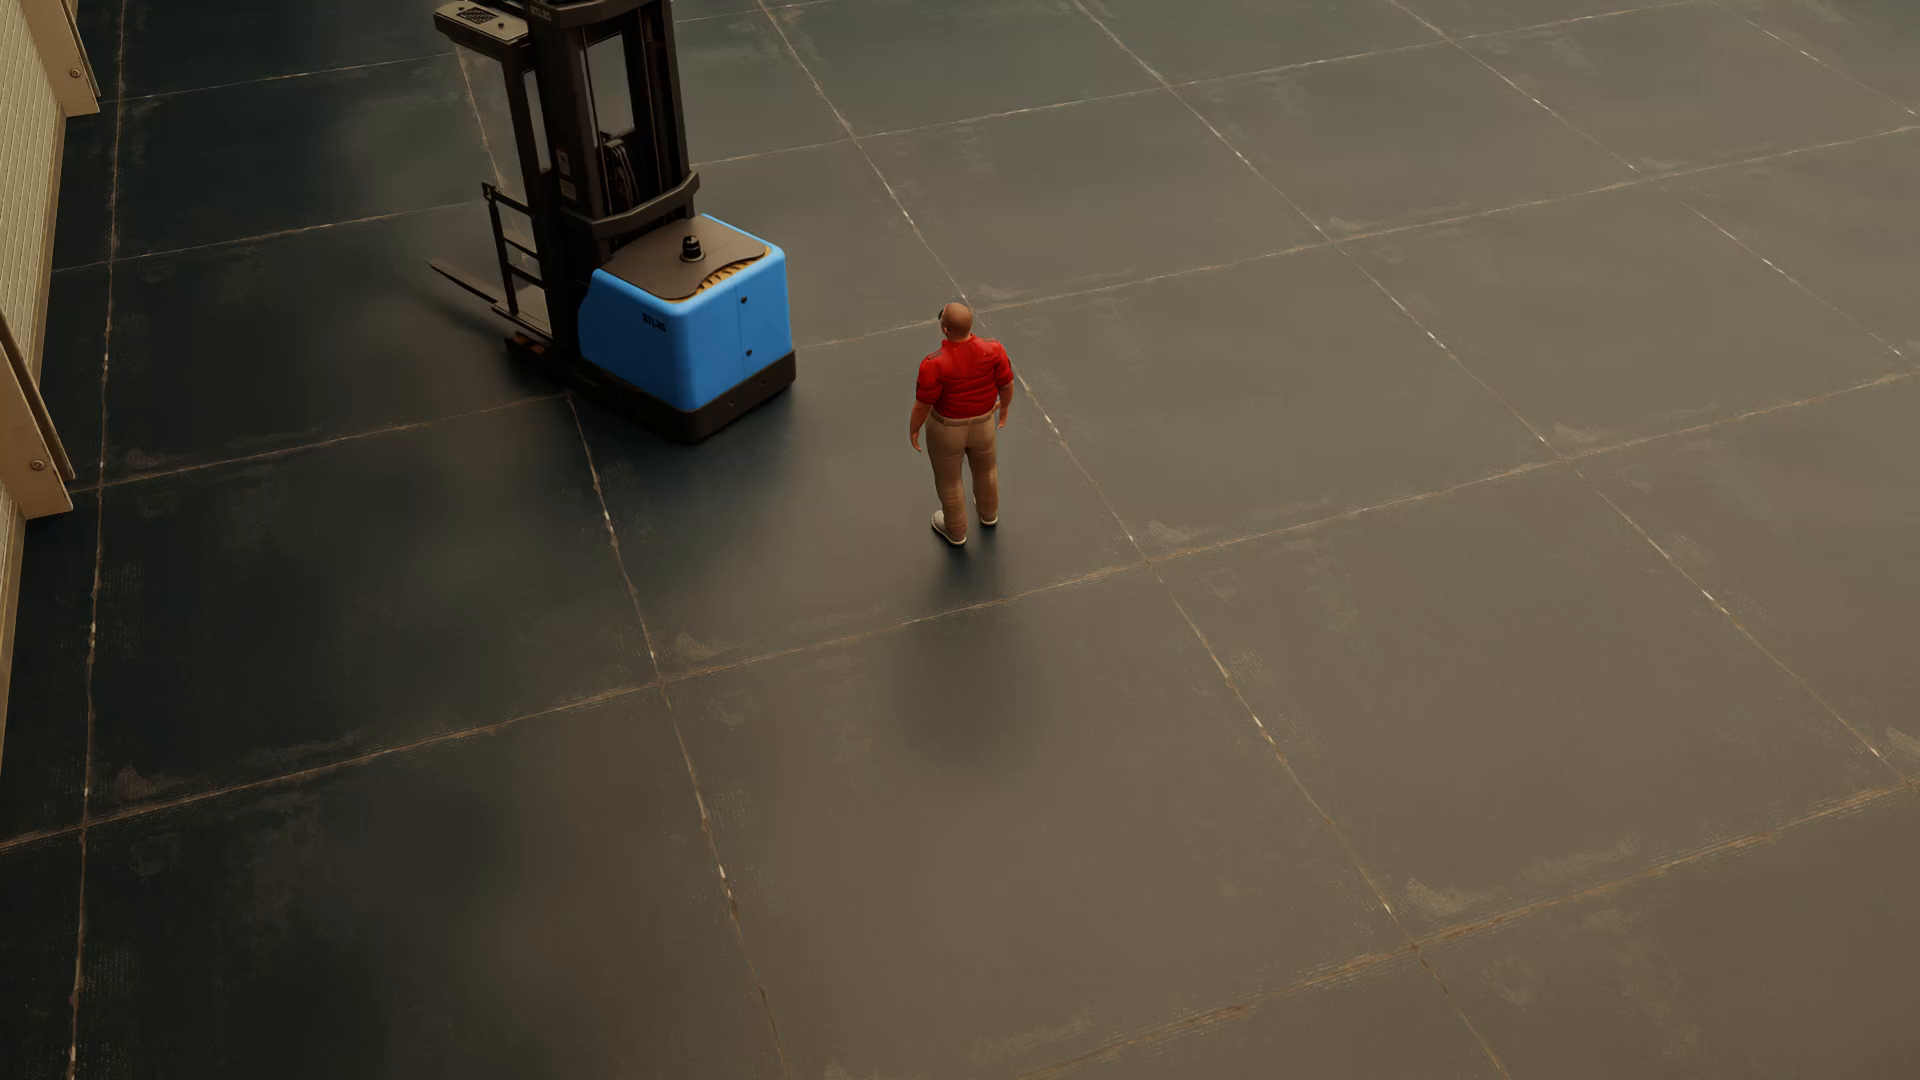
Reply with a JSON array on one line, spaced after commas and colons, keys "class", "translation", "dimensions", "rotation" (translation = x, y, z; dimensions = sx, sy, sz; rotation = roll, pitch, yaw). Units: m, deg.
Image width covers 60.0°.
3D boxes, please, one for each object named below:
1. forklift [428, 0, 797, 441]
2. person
[{"class": "forklift", "translation": [-2.588, -2.567, 11.054], "dimensions": [3.031, 2.935, 1.130], "rotation": [28, 47, 29]}, {"class": "person", "translation": [-0.019, -0.724, 9.783], "dimensions": [0.640, 1.727, 0.551], "rotation": [-13, 42, -15]}]
